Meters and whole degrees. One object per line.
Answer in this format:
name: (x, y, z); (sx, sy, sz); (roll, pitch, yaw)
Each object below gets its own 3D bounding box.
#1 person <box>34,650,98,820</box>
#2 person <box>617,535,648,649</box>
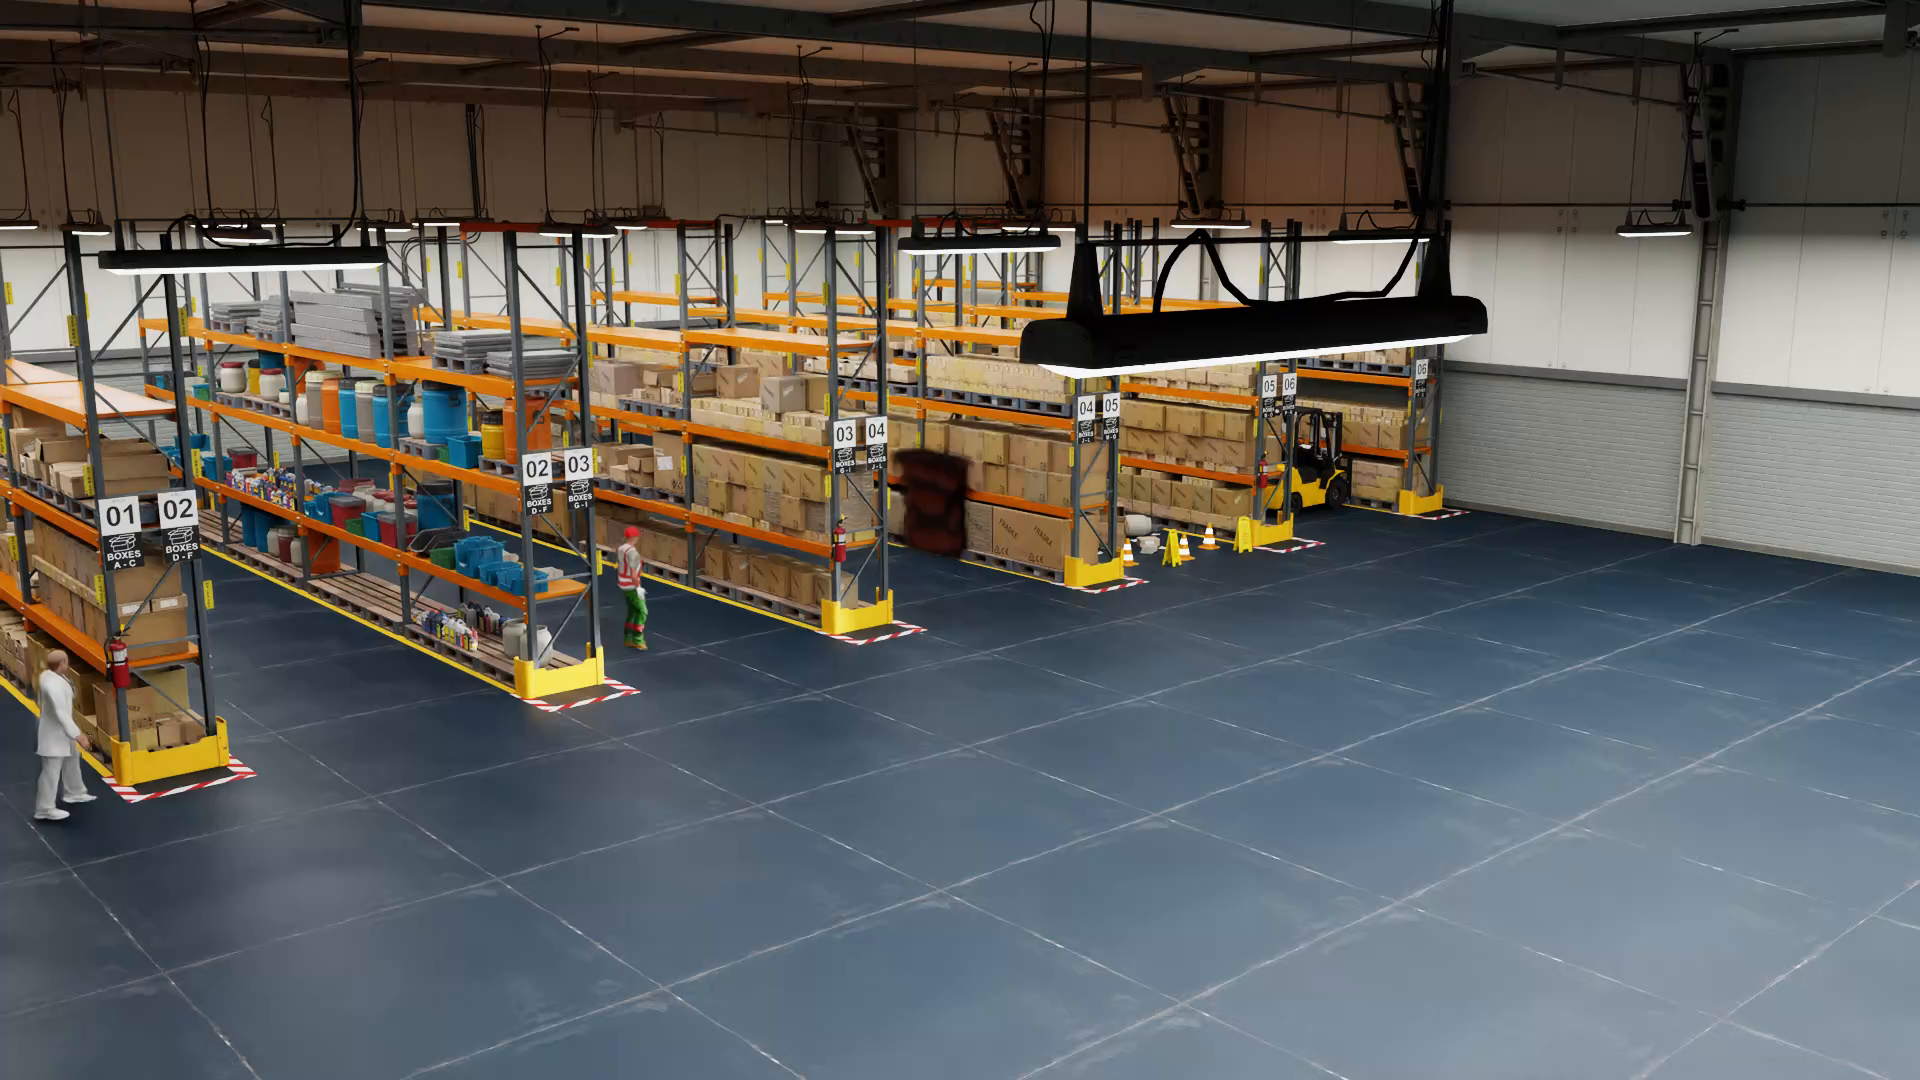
person: (-9.473, 2.030, 17.479); (0.603, 1.814, 0.722); (-6, 13, -26)
person: (-4.726, 0.733, 24.067); (0.424, 1.783, 0.522); (-3, 12, -15)
